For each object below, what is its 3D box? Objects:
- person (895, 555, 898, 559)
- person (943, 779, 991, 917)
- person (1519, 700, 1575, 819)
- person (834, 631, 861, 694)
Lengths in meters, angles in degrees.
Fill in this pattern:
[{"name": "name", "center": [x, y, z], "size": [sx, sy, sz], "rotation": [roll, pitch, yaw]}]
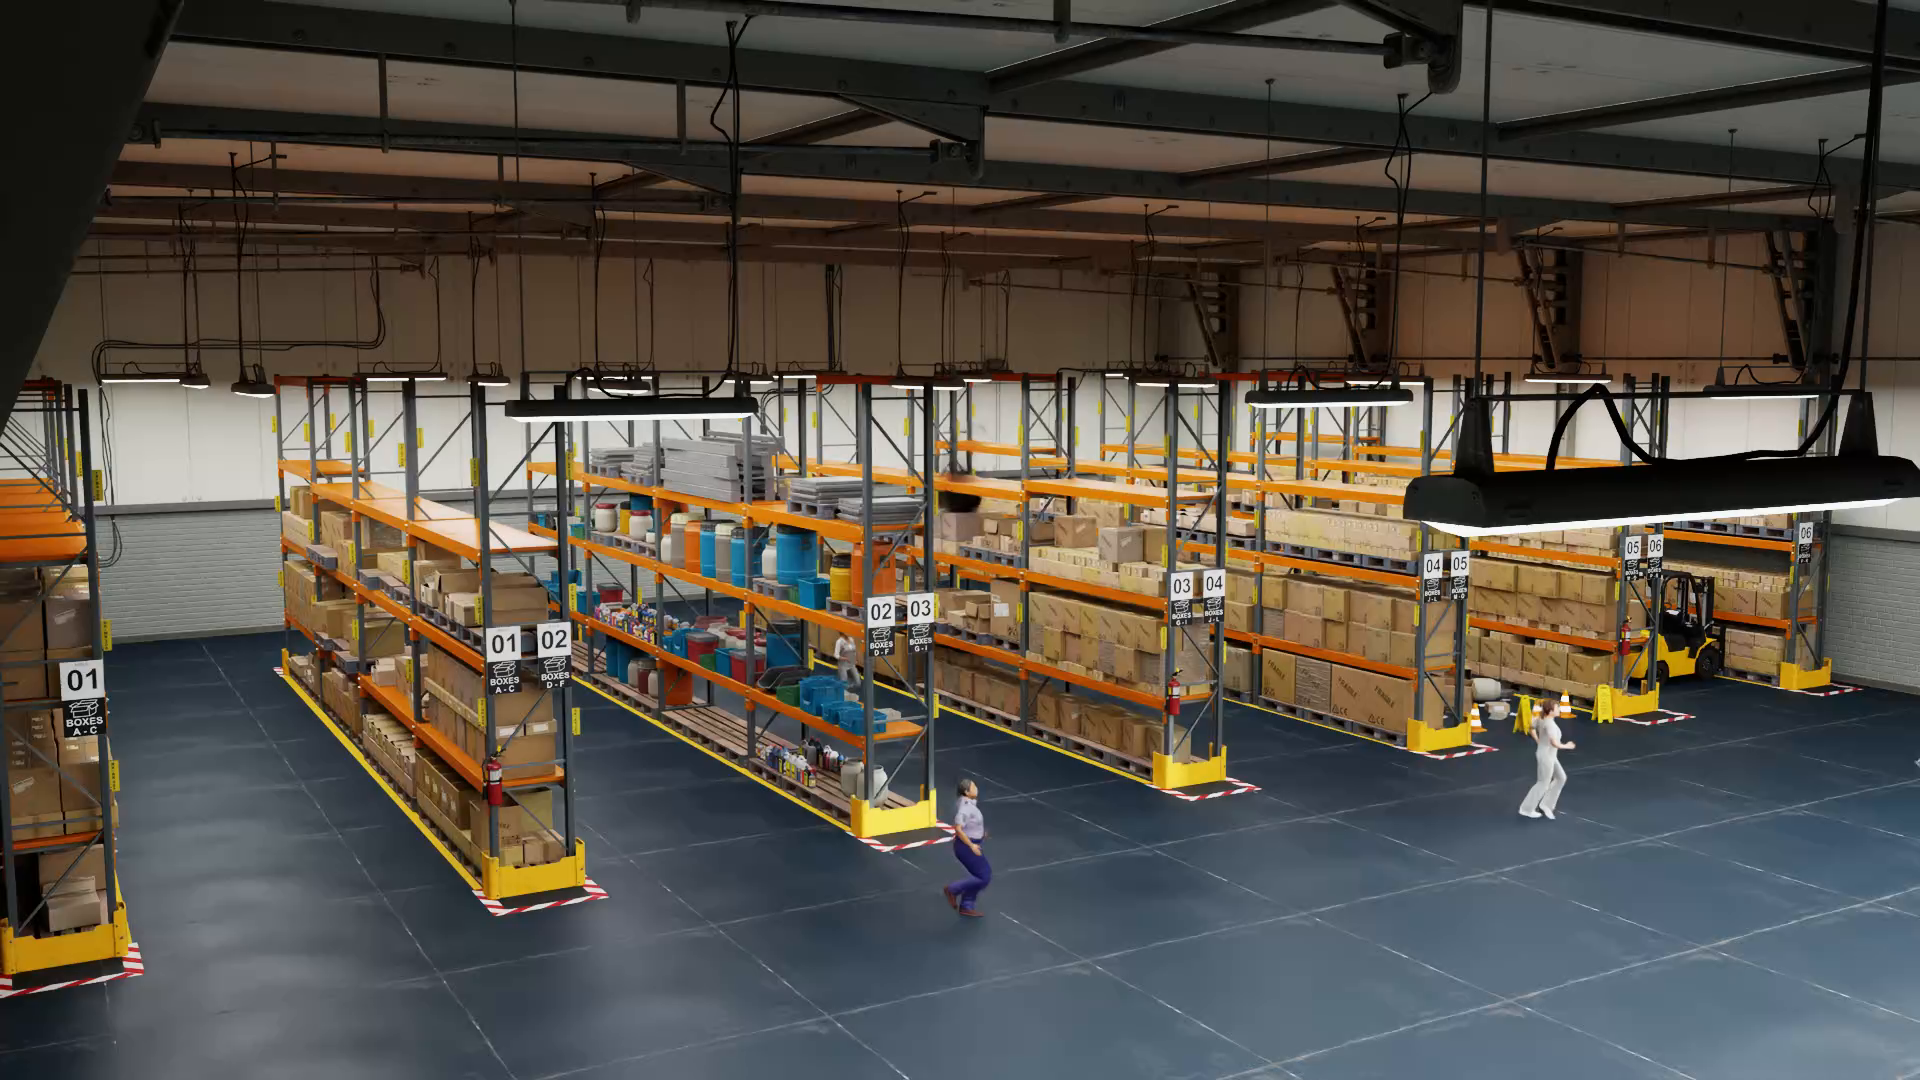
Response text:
[{"name": "person", "center": [-1.697, 1.161, 39.895], "size": [0.649, 1.612, 0.579], "rotation": [1, 6, 9]}, {"name": "person", "center": [0.076, 3.491, 18.844], "size": [0.550, 1.607, 0.615], "rotation": [0, 6, -5]}, {"name": "person", "center": [8.050, 3.029, 22.796], "size": [0.712, 1.716, 0.580], "rotation": [1, 6, 10]}, {"name": "person", "center": [-2.001, 2.294, 29.742], "size": [0.508, 1.553, 0.586], "rotation": [-5, 8, -36]}]
